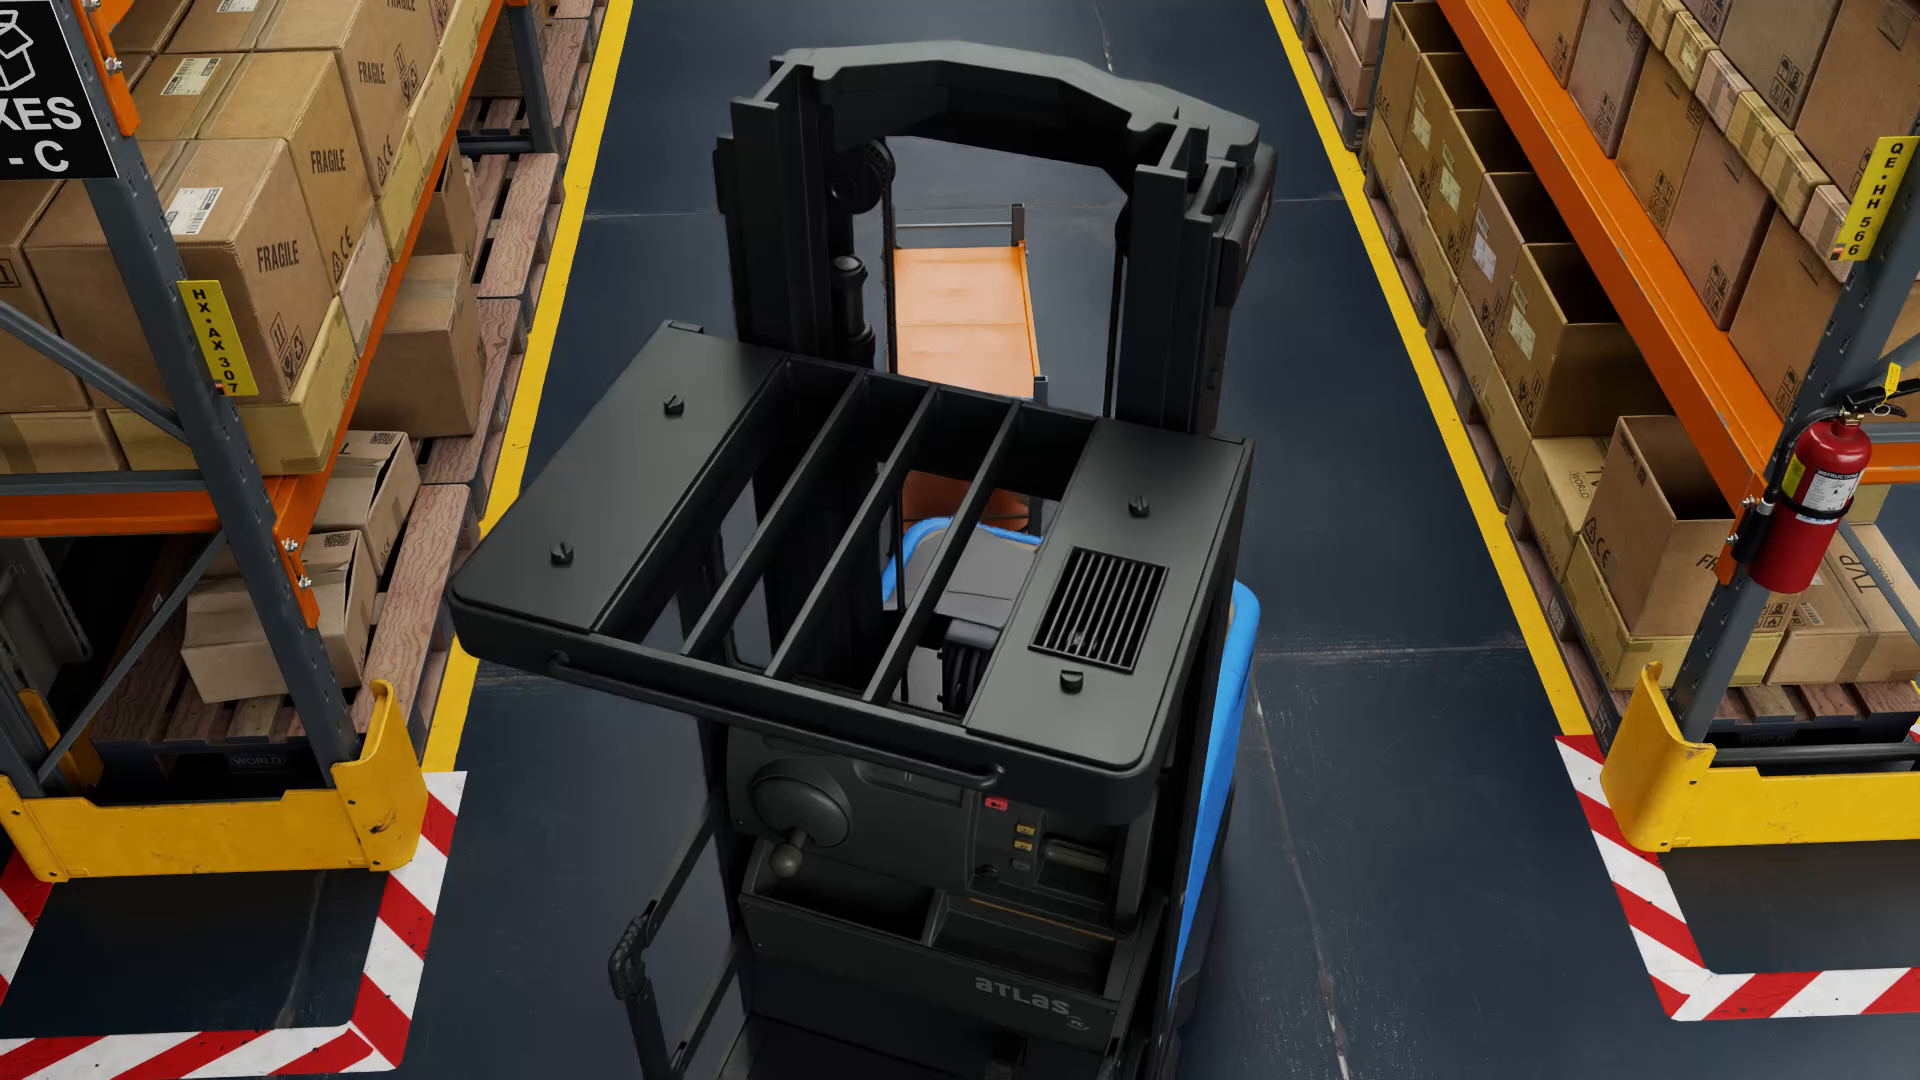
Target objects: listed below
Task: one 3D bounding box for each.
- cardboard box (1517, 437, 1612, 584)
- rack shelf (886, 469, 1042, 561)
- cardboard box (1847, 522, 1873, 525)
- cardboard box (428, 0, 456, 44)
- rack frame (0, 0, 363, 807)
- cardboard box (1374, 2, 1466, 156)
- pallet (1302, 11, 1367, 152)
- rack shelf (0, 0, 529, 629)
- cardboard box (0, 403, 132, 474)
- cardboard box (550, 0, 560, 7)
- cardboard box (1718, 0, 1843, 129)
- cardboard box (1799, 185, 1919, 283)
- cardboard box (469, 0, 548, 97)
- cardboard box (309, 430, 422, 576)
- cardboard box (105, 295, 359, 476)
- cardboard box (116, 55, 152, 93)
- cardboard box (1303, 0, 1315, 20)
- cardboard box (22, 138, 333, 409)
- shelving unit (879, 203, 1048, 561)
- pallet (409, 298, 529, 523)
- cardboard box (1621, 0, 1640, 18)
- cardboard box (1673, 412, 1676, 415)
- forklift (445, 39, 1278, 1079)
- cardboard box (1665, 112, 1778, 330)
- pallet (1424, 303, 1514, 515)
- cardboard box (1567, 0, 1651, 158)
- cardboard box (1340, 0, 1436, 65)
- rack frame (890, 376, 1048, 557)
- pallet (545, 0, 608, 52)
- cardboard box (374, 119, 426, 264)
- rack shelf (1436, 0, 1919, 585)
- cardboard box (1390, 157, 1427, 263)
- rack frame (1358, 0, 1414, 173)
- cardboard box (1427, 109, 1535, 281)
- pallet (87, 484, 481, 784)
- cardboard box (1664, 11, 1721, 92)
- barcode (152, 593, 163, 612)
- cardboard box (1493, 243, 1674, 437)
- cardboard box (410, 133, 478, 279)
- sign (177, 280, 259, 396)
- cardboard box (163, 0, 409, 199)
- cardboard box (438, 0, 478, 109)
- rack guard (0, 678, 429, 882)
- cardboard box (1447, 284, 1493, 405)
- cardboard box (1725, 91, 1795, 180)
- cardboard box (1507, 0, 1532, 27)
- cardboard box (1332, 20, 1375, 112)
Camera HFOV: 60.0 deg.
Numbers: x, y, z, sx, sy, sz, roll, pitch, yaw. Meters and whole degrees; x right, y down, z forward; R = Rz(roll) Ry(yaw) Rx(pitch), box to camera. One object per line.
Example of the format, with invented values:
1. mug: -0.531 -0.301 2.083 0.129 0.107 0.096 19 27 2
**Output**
1. cardboard box: 2.313 -0.112 5.876 0.500 0.250 0.500 -2 43 -2
2. rack shelf: 0.000 -0.239 6.040 0.538 0.278 1.000 -2 43 -2
3. cardboard box: 2.839 -0.127 5.893 0.500 0.250 0.500 -2 43 -2
4. cardboard box: -2.088 -2.077 5.837 0.500 0.500 0.500 -3 43 -3
5. rack frame: -2.285 -0.135 4.178 1.000 3.000 0.127 -2 43 -2
6. cardboard box: 2.201 -2.076 7.464 0.500 0.500 0.500 -2 43 -2
7. pallet: 2.424 -2.449 8.765 1.003 0.211 1.213 -2 43 -2
8. rack shelf: -2.370 -1.220 5.894 1.077 0.370 4.000 -2 43 -2
9. cardboard box: -2.498 -0.397 4.560 0.500 0.250 0.500 -1 43 -1
10. cardboard box: -2.556 -3.266 9.117 0.700 0.500 0.500 -1 43 -1
11. cardboard box: 2.627 -1.501 4.634 0.700 0.500 0.500 -3 43 -3
12. cardboard box: 2.458 -0.809 4.358 0.380 0.149 0.250 -2 43 -3
13. cardboard box: -2.503 -2.573 8.361 0.700 0.500 0.500 0 43 0
14. cardboard box: -2.249 -0.161 5.870 0.500 0.311 0.500 2 43 2
15. cardboard box: -1.988 -0.426 4.591 0.500 0.250 0.500 -3 43 -3
16. cardboard box: -2.529 -1.016 4.680 0.500 0.500 0.500 -1 43 -1
17. cardboard box: 2.145 -3.080 9.115 0.500 0.250 0.500 -1 43 -1
18. cardboard box: -2.005 -0.695 4.329 0.500 0.500 0.500 -2 43 -2
19. shelving unit: 0.000 -0.419 5.875 0.538 1.125 1.048 -2 43 -2
20. pallet: -2.336 -0.530 6.672 1.003 0.211 1.213 -2 43 -2
21. cardboard box: 2.390 -1.856 5.500 0.380 0.149 0.250 -2 43 -2
22. cardboard box: 2.806 -0.741 6.007 0.500 0.500 0.500 -2 43 -2
23. forklift: -0.122 0.669 3.351 1.130 2.935 3.031 13 44 14
24. cardboard box: 2.630 -0.987 5.033 0.700 0.500 0.500 -1 43 -1
25. pallet: 2.541 -0.589 6.736 1.003 0.211 1.213 -2 43 -2
26. cardboard box: 2.589 -1.677 5.786 0.700 0.500 0.500 0 43 -1
27. cardboard box: 2.191 -2.594 8.169 0.500 0.311 0.500 -2 43 -2
28. rack frame: 0.021 -0.076 5.500 0.500 1.125 0.032 -2 43 -2
29. pallet: -2.544 -3.159 9.540 1.003 0.211 1.213 -2 43 -2
30. cardboard box: -2.040 -1.120 5.348 0.500 0.250 0.500 -2 43 -2
31. rack shelf: 2.579 -1.365 6.052 1.077 0.370 4.000 -2 43 -2
32. cardboard box: 2.227 -1.462 7.349 0.500 0.250 0.500 -2 43 -2
33. rack frame: 2.494 -2.980 7.282 1.000 3.000 0.127 -2 43 -2
34. cardboard box: 2.244 -1.401 6.728 0.500 0.500 0.500 -2 43 -2
35. pallet: -2.287 0.292 5.775 1.003 0.211 1.213 -2 43 -2
36. cardboard box: 2.414 -1.505 5.118 0.380 0.149 0.250 0 43 0
37. barcode: -2.625 0.220 5.448 0.001 0.075 0.075 -2 43 -2
38. cardboard box: 2.287 -0.726 5.991 0.500 0.500 0.500 -2 43 -2
39. cardboard box: -2.371 -1.377 7.057 0.500 0.500 0.500 -5 43 -5
40. sign: -1.743 -0.470 3.902 0.100 0.325 0.005 -2 43 -2
41. cardboard box: -2.032 -1.378 5.074 0.500 0.500 0.500 -3 43 -3
42. cardboard box: -2.082 -1.801 6.091 0.500 0.250 0.500 -2 43 -2
43. rack guard: -2.288 0.735 5.078 1.175 0.500 0.348 -2 43 -2
44. cardboard box: 2.270 -0.787 6.613 0.500 0.250 0.500 -2 43 -2
45. cardboard box: 2.434 -1.158 4.739 0.380 0.149 0.250 -2 43 -2
46. cardboard box: 2.548 -2.362 6.533 0.700 0.500 0.500 -2 43 -2
47. cardboard box: 2.187 -2.393 8.365 0.500 0.250 0.500 -2 43 -2
